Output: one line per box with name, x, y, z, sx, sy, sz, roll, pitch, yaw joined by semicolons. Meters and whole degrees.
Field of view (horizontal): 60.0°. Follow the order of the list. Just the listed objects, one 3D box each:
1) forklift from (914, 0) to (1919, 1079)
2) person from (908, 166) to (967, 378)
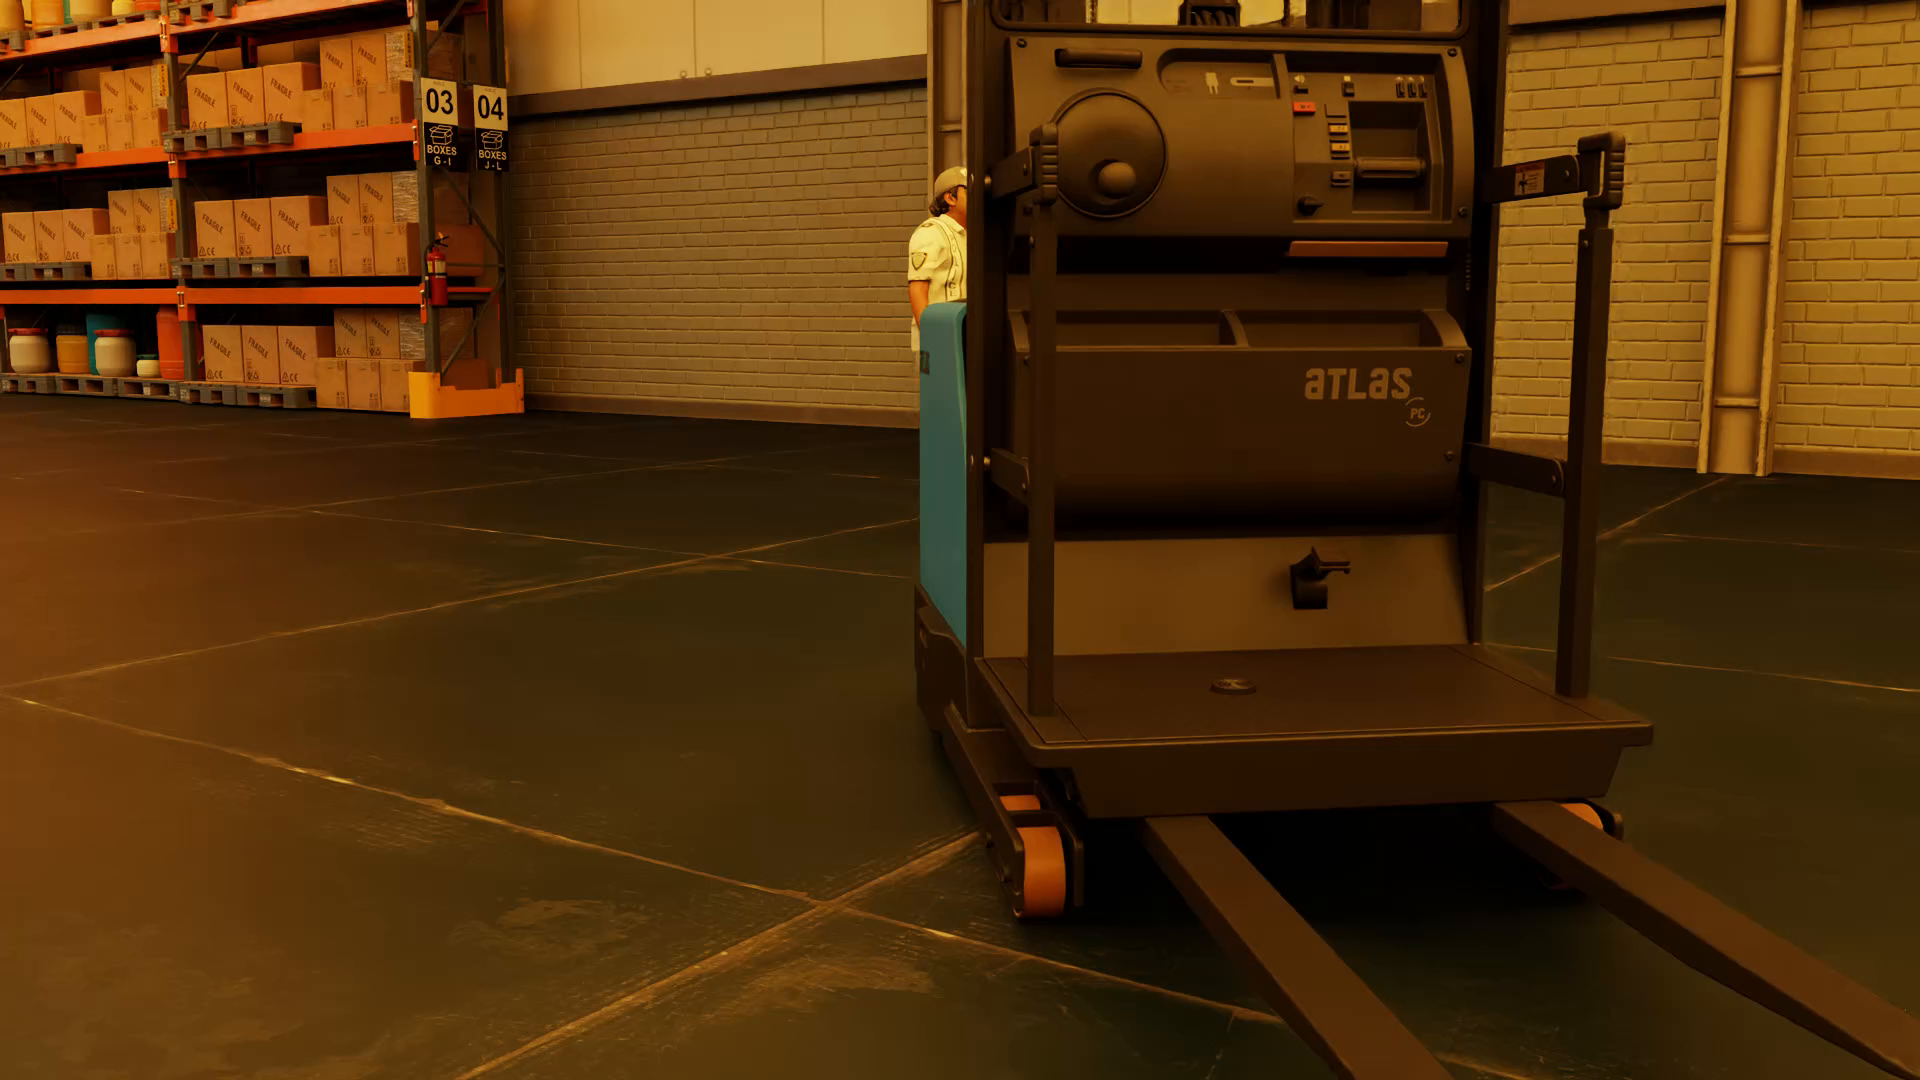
forklift;0.592;-0.837;3.079;1.130;2.935;3.031;-1;8;-8
person;0.051;-0.823;7.424;0.529;1.670;0.598;5;10;34
